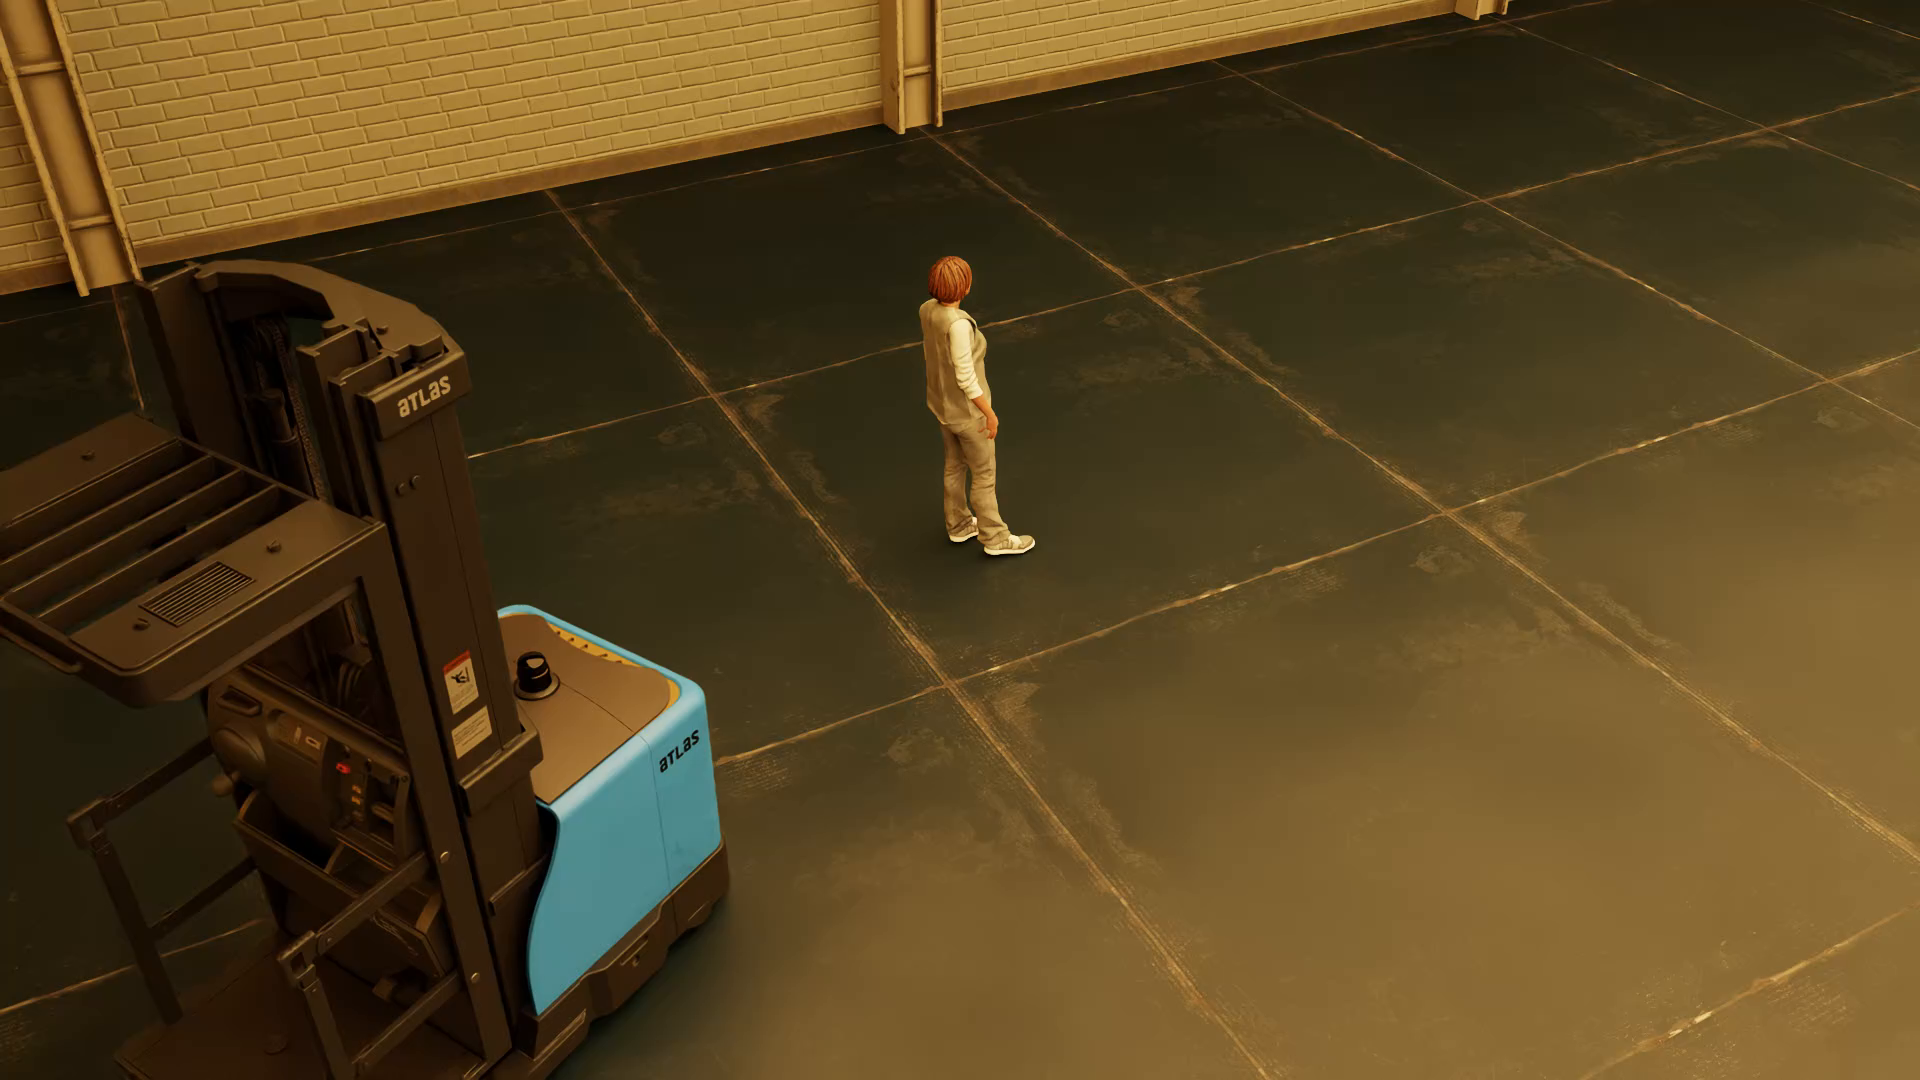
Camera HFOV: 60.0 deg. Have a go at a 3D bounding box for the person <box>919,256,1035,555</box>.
[{"bbox_3d":[0.072,-0.671,8.215,0.475,1.597,0.520,-17,39,-23],"label":"person"}]

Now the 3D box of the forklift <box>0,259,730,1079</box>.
[{"bbox_3d":[-2.144,0.770,5.033,1.130,2.935,3.031,21,40,27],"label":"forklift"}]
